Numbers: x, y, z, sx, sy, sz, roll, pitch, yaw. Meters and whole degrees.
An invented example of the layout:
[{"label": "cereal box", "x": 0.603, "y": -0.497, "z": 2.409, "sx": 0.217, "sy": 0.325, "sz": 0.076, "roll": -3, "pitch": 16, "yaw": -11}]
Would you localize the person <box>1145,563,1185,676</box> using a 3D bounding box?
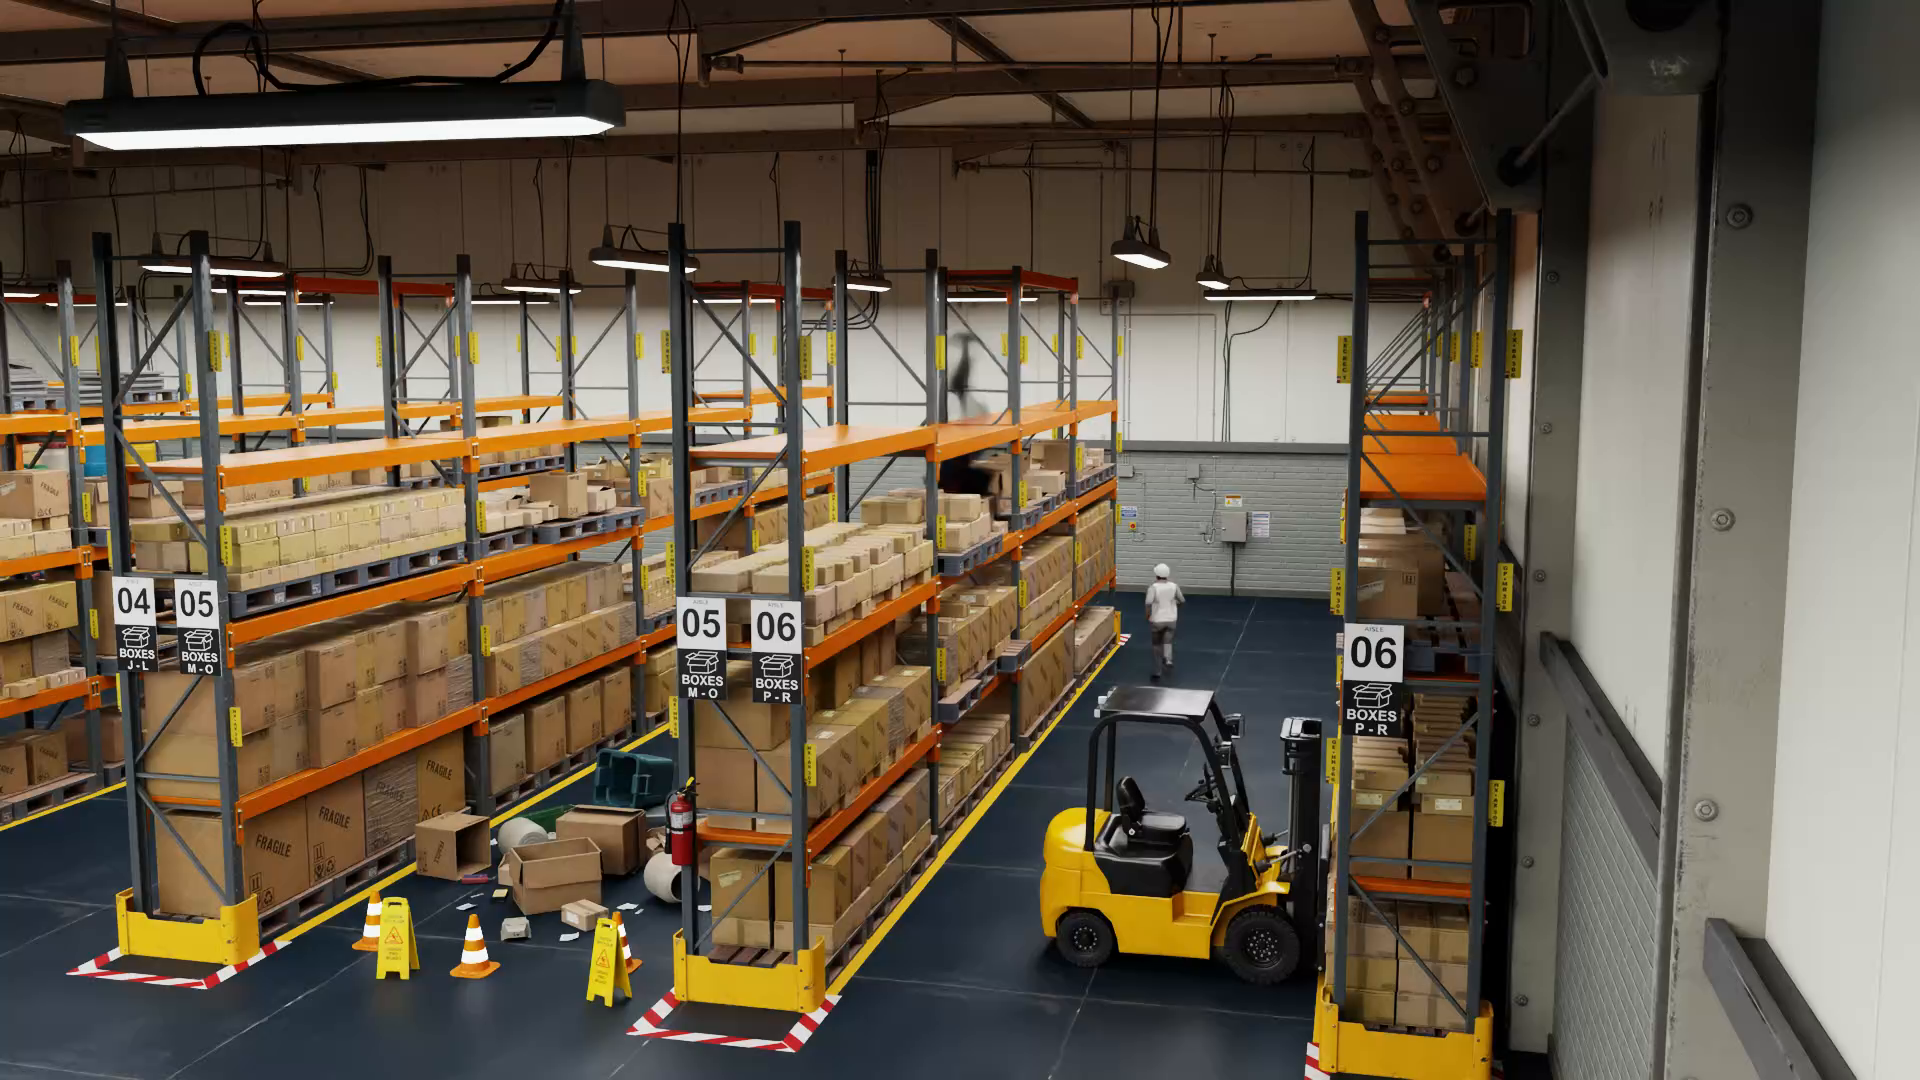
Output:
[{"label": "person", "x": 3.086, "y": 1.237, "z": 25.178, "sx": 0.655, "sy": 1.775, "sz": 0.813, "roll": -1, "pitch": 7, "yaw": -8}]
